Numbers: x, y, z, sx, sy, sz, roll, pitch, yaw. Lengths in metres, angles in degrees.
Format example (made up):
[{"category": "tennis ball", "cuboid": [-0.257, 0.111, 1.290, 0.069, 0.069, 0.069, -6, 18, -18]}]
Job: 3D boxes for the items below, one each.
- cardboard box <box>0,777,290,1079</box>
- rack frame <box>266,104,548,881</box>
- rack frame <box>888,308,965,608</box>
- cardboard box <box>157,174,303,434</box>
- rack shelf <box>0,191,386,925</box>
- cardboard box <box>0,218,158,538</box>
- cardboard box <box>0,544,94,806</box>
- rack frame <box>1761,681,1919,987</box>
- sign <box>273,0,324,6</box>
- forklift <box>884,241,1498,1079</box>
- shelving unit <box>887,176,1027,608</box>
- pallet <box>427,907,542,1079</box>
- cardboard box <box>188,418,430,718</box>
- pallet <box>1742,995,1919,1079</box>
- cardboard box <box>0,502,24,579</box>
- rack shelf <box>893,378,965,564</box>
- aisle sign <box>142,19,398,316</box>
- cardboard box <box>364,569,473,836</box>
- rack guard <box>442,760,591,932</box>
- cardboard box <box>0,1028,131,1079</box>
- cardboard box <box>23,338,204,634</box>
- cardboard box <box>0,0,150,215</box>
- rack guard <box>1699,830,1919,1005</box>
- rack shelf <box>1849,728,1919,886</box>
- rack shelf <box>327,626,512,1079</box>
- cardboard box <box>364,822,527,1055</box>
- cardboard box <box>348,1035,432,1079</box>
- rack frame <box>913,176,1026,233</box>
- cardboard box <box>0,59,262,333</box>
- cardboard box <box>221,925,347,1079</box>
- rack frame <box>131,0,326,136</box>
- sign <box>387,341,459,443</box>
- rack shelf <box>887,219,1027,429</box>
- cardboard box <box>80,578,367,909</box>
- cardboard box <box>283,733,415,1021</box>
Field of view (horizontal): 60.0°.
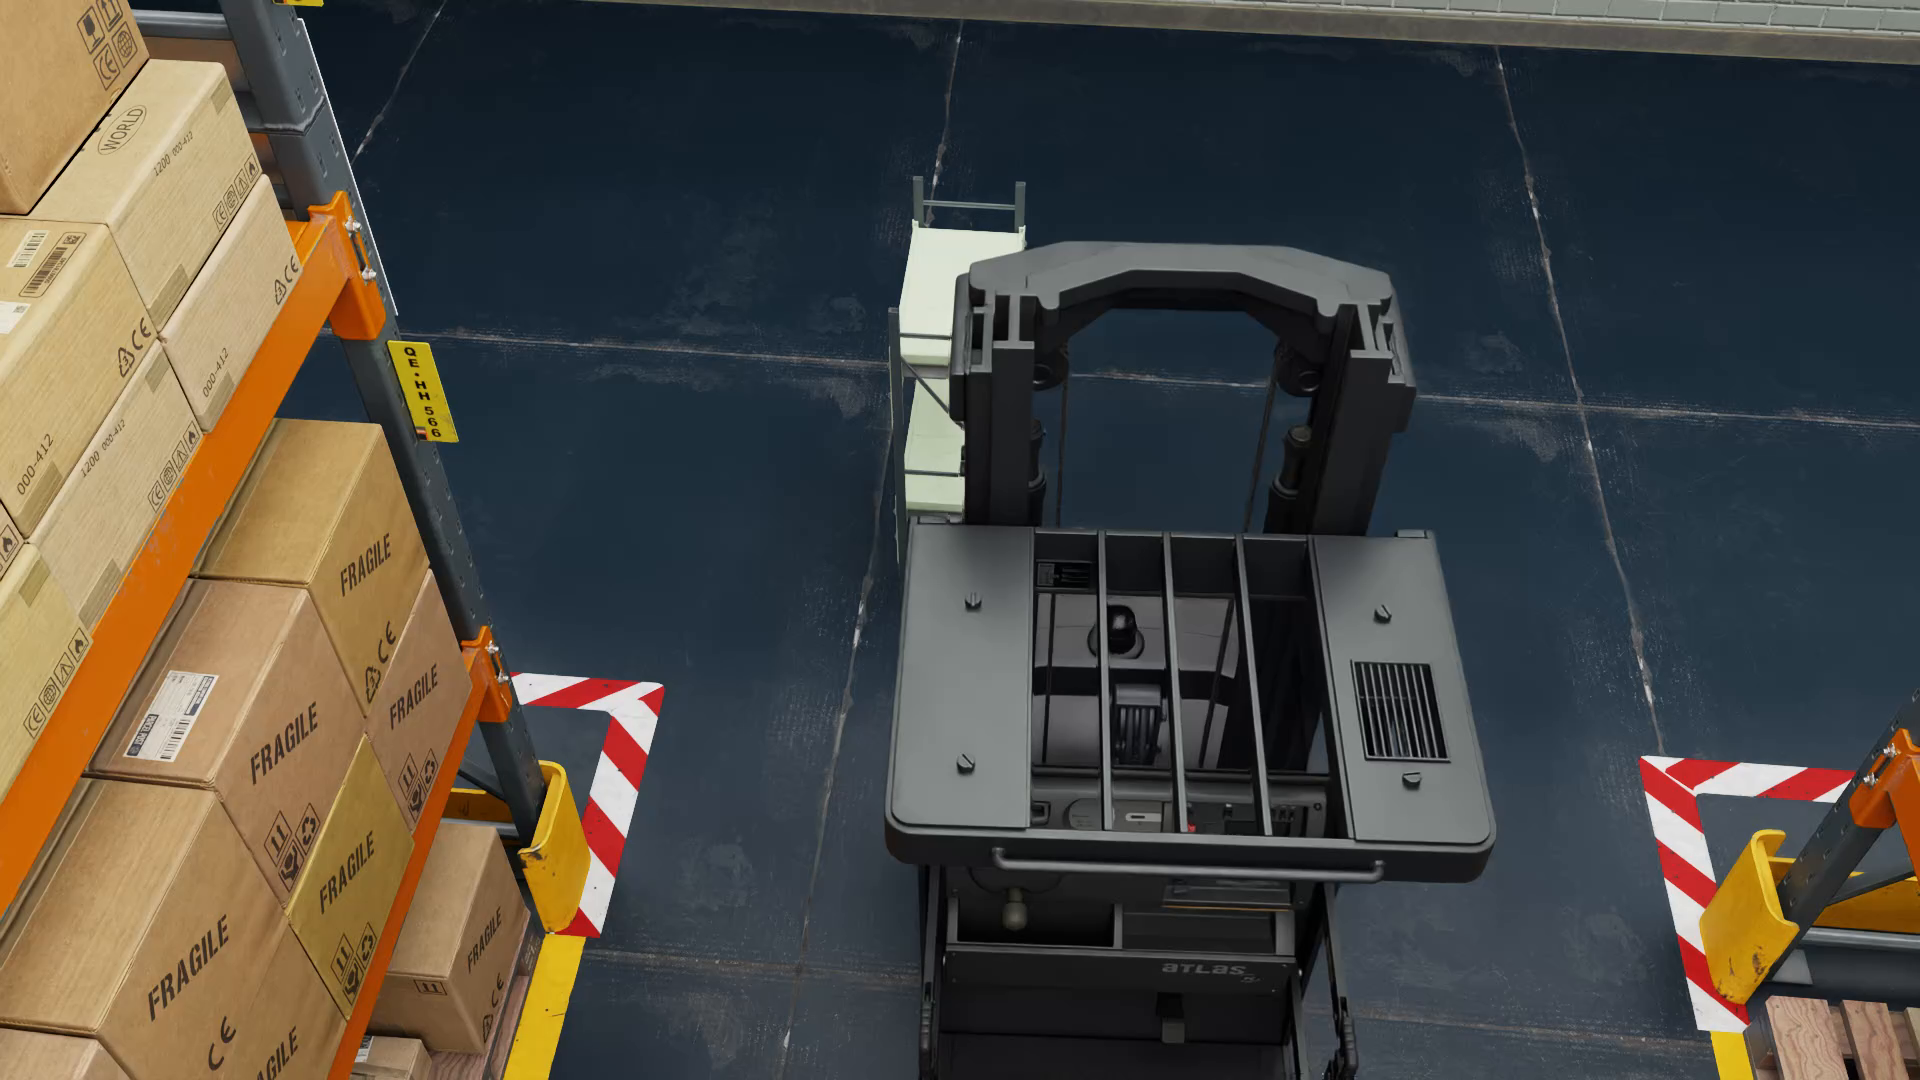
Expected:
[{"category": "cardboard box", "cuboid": [-1.718, 0.812, 3.255, 0.500, 0.500, 0.500, 5, 48, 5]}, {"category": "rack frame", "cuboid": [-1.864, 0.085, 4.665, 1.000, 3.000, 0.127, 4, 48, 4]}, {"category": "rack frame", "cuboid": [-0.034, -0.232, 5.972, 0.400, 1.500, 0.023, 4, 48, 4]}, {"category": "cardboard box", "cuboid": [-1.648, -0.481, 3.252, 0.500, 0.250, 0.500, 4, 48, 4]}, {"category": "rack shelf", "cuboid": [-2.046, 0.786, 2.479, 1.077, 0.370, 4.000, 4, 48, 4]}, {"category": "cardboard box", "cuboid": [-1.702, -0.283, 2.732, 0.500, 0.250, 0.500, 4, 48, 4]}, {"category": "cardboard box", "cuboid": [-1.737, 0.254, 2.580, 0.500, 0.250, 0.500, 4, 48, 4]}, {"category": "rack frame", "cuboid": [3.068, 0.421, 4.358, 1.000, 3.000, 0.127, 4, 48, 4]}, {"category": "sign", "cuboid": [-1.313, -1.174, 3.184, 0.100, 0.325, 0.005, 4, 48, 4]}, {"category": "forklift", "cuboid": [0.424, 0.882, 3.983, 1.130, 2.935, 3.031, 2, 48, 2]}, {"category": "shelving unit", "cuboid": [-0.001, -0.501, 6.218, 0.431, 1.500, 0.755, 4, 48, 4]}, {"category": "pallet", "cuboid": [-1.943, 1.668, 5.107, 1.003, 0.211, 1.213, 4, 48, 4]}, {"category": "cardboard box", "cuboid": [-1.631, 0.060, 3.943, 0.500, 0.500, 0.500, 3, 48, 3]}, {"category": "pallet", "cuboid": [2.955, 1.966, 4.835, 1.003, 0.211, 1.213, 4, 48, 4]}, {"category": "cardboard box", "cuboid": [-1.751, 0.084, 2.396, 0.500, 0.250, 0.500, 4, 48, 4]}, {"category": "rack shelf", "cuboid": [-0.001, -0.281, 6.459, 0.431, 0.370, 0.720, 4, 48, 4]}, {"category": "aisle sign", "cuboid": [-1.553, -0.821, 3.733, 0.394, 0.787, 0.004, 4, 48, 4]}, {"category": "cardboard box", "cuboid": [-1.634, 0.399, 4.310, 0.500, 0.500, 0.500, 5, 48, 5]}, {"category": "rack guard", "cuboid": [-1.871, 0.985, 5.536, 1.175, 0.500, 0.348, 4, 48, 4]}, {"category": "cardboard box", "cuboid": [-1.765, 1.190, 2.910, 0.500, 0.500, 0.500, 5, 48, 5]}, {"category": "cardboard box", "cuboid": [-1.705, -0.114, 2.917, 0.500, 0.250, 0.500, 4, 48, 4]}, {"category": "cardboard box", "cuboid": [-1.895, -0.919, 2.806, 0.700, 0.500, 0.500, 4, 48, 4]}, {"category": "rack guard", "cuboid": [3.058, 1.246, 5.297, 1.175, 0.500, 0.348, 4, 48, 4]}, {"category": "rack shelf", "cuboid": [2.886, 2.134, 3.279, 1.077, 0.370, 4.000, 4, 48, 4]}, {"category": "rack shelf", "cuboid": [-2.046, 1.798, 3.586, 1.077, 0.370, 4.000, 4, 48, 4]}, {"category": "cardboard box", "cuboid": [-1.668, 1.197, 5.044, 0.500, 0.500, 0.500, 4, 48, 4]}, {"category": "cardboard box", "cuboid": [-1.795, 1.601, 4.901, 0.380, 0.166, 0.250, 4, 48, 4]}, {"category": "rack frame", "cuboid": [0.033, -0.770, 6.464, 0.400, 1.500, 0.023, 4, 48, 4]}, {"category": "cardboard box", "cuboid": [-1.657, -0.650, 3.068, 0.500, 0.250, 0.500, 4, 48, 4]}, {"category": "cardboard box", "cuboid": [-1.728, 1.147, 3.626, 0.500, 0.500, 0.500, 4, 48, 4]}, {"category": "rack frame", "cuboid": [-1.864, -1.939, 2.451, 1.000, 3.000, 0.127, 4, 48, 4]}, {"category": "sign", "cuboid": [-1.313, -0.360, 4.074, 0.100, 0.325, 0.005, 4, 48, 4]}, {"category": "rack shelf", "cuboid": [-0.001, -0.765, 5.930, 0.431, 0.370, 0.720, 4, 48, 4]}, {"category": "cardboard box", "cuboid": [-1.676, 0.431, 3.603, 0.500, 0.500, 0.500, 5, 48, 5]}, {"category": "cardboard box", "cuboid": [-1.678, 0.781, 3.961, 0.500, 0.500, 0.500, 4, 48, 4]}]
